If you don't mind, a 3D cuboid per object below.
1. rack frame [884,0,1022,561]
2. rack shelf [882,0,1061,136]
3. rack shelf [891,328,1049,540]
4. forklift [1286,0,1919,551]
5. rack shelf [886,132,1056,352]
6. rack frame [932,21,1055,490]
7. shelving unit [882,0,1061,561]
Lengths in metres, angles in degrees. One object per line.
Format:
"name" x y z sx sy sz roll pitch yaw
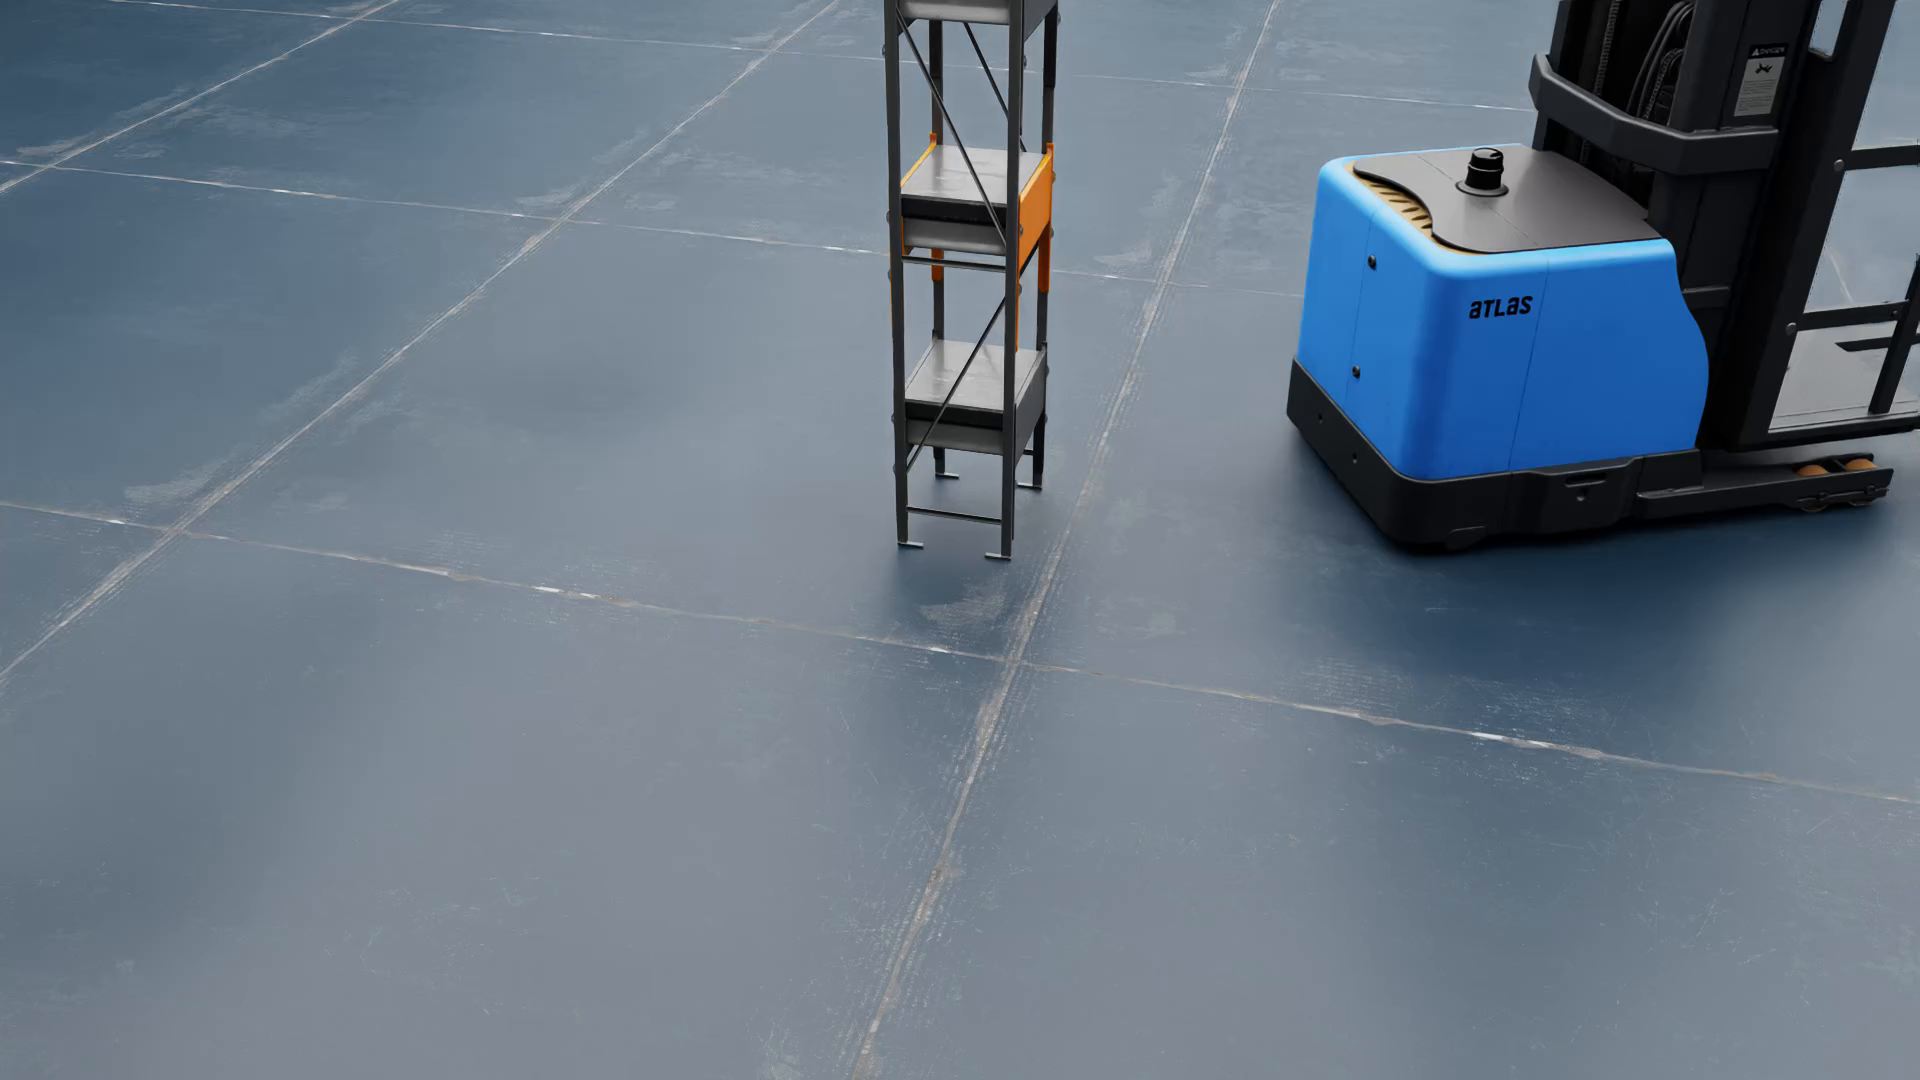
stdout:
"rack frame" -0.020 -0.845 5.123 0.400 2.100 0.015 8 33 12
"rack shelf" 0.042 -1.551 4.954 0.431 0.518 0.480 8 33 12
"rack shelf" 0.042 -0.370 5.705 0.431 0.518 0.480 8 33 12
"forklift" 2.824 -1.605 5.542 3.031 2.935 1.130 -7 33 -11
"rack shelf" 0.042 -0.960 5.329 0.431 0.518 0.480 8 33 12
"rack frame" 0.104 -1.099 5.521 0.400 2.100 0.015 8 33 12
"shelving unit" 0.042 -0.972 5.322 0.431 2.100 0.503 8 33 12
